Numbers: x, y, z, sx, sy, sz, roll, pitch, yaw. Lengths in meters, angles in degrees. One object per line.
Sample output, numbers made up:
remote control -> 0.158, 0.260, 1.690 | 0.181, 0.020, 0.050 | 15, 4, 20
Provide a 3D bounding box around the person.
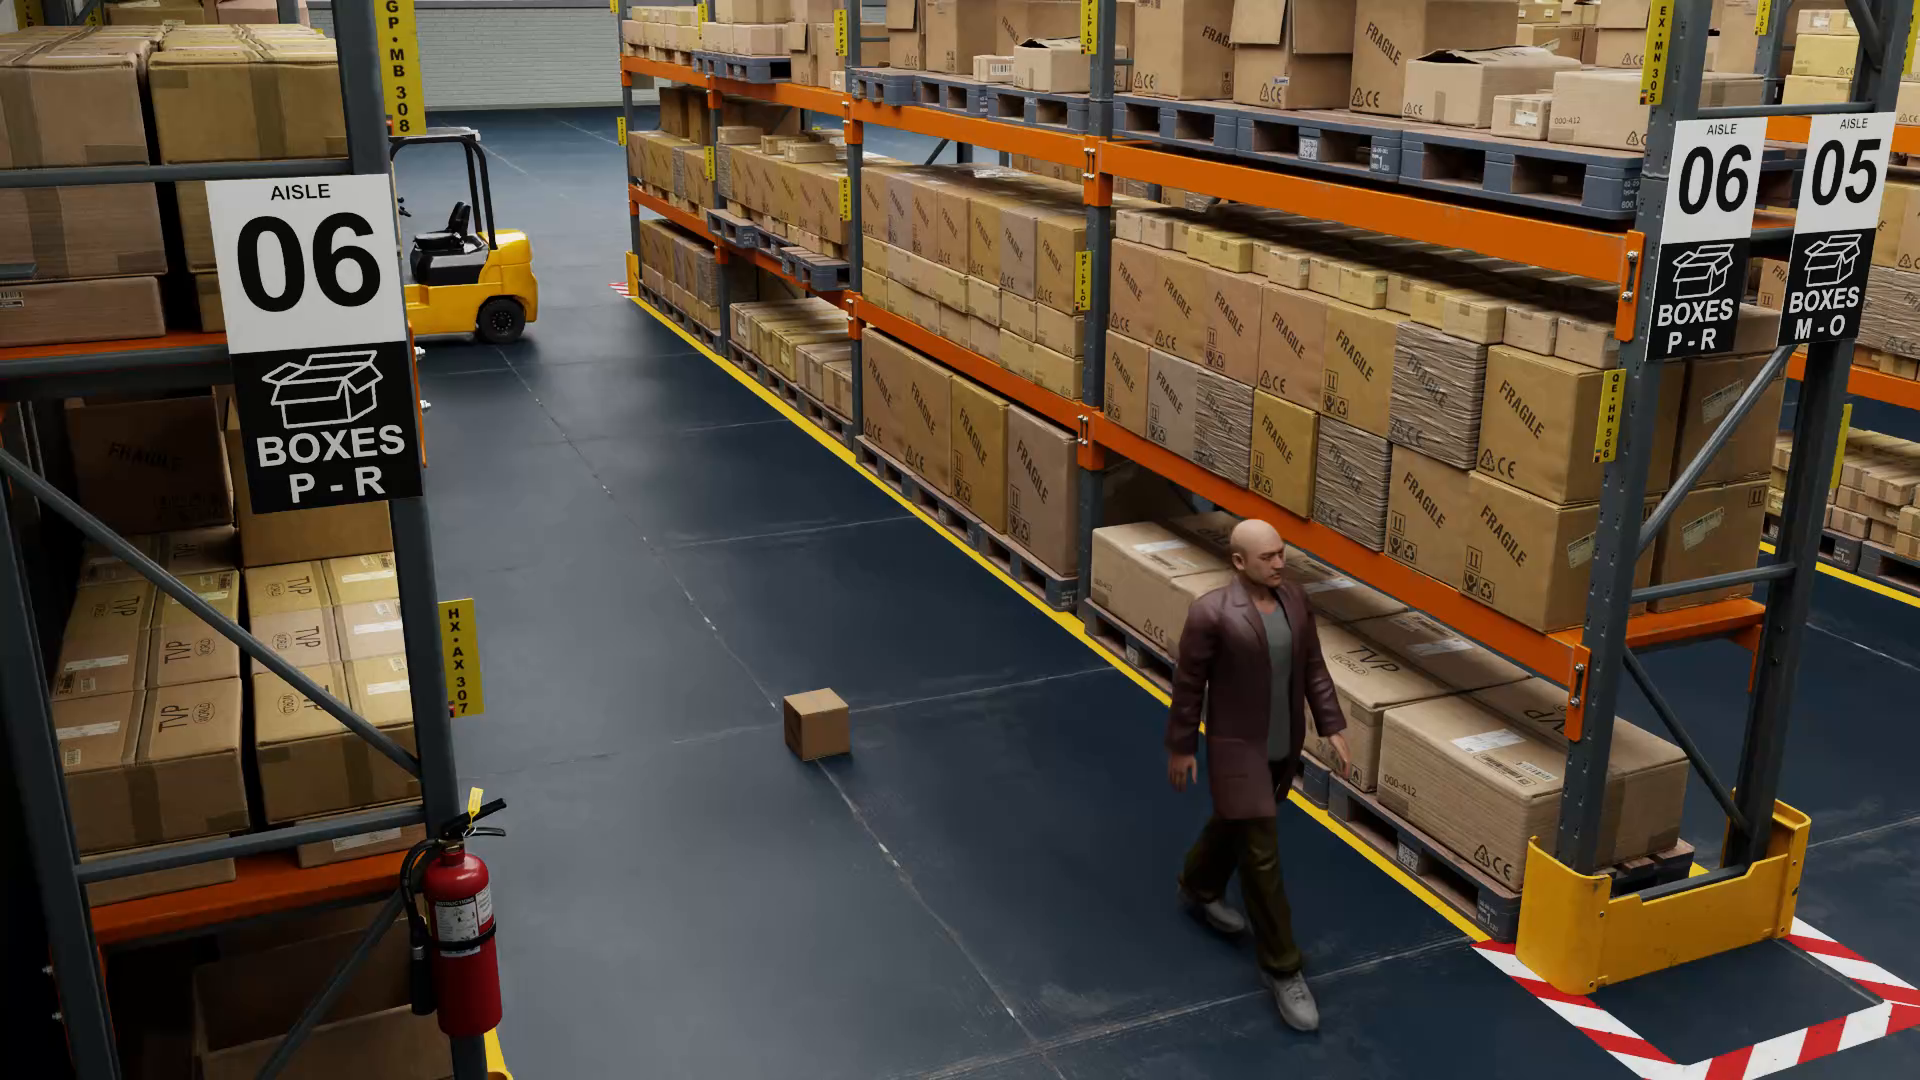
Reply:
person -> 1.161, 0.792, 6.190 | 0.621, 1.750, 0.974 | -12, 22, -31
